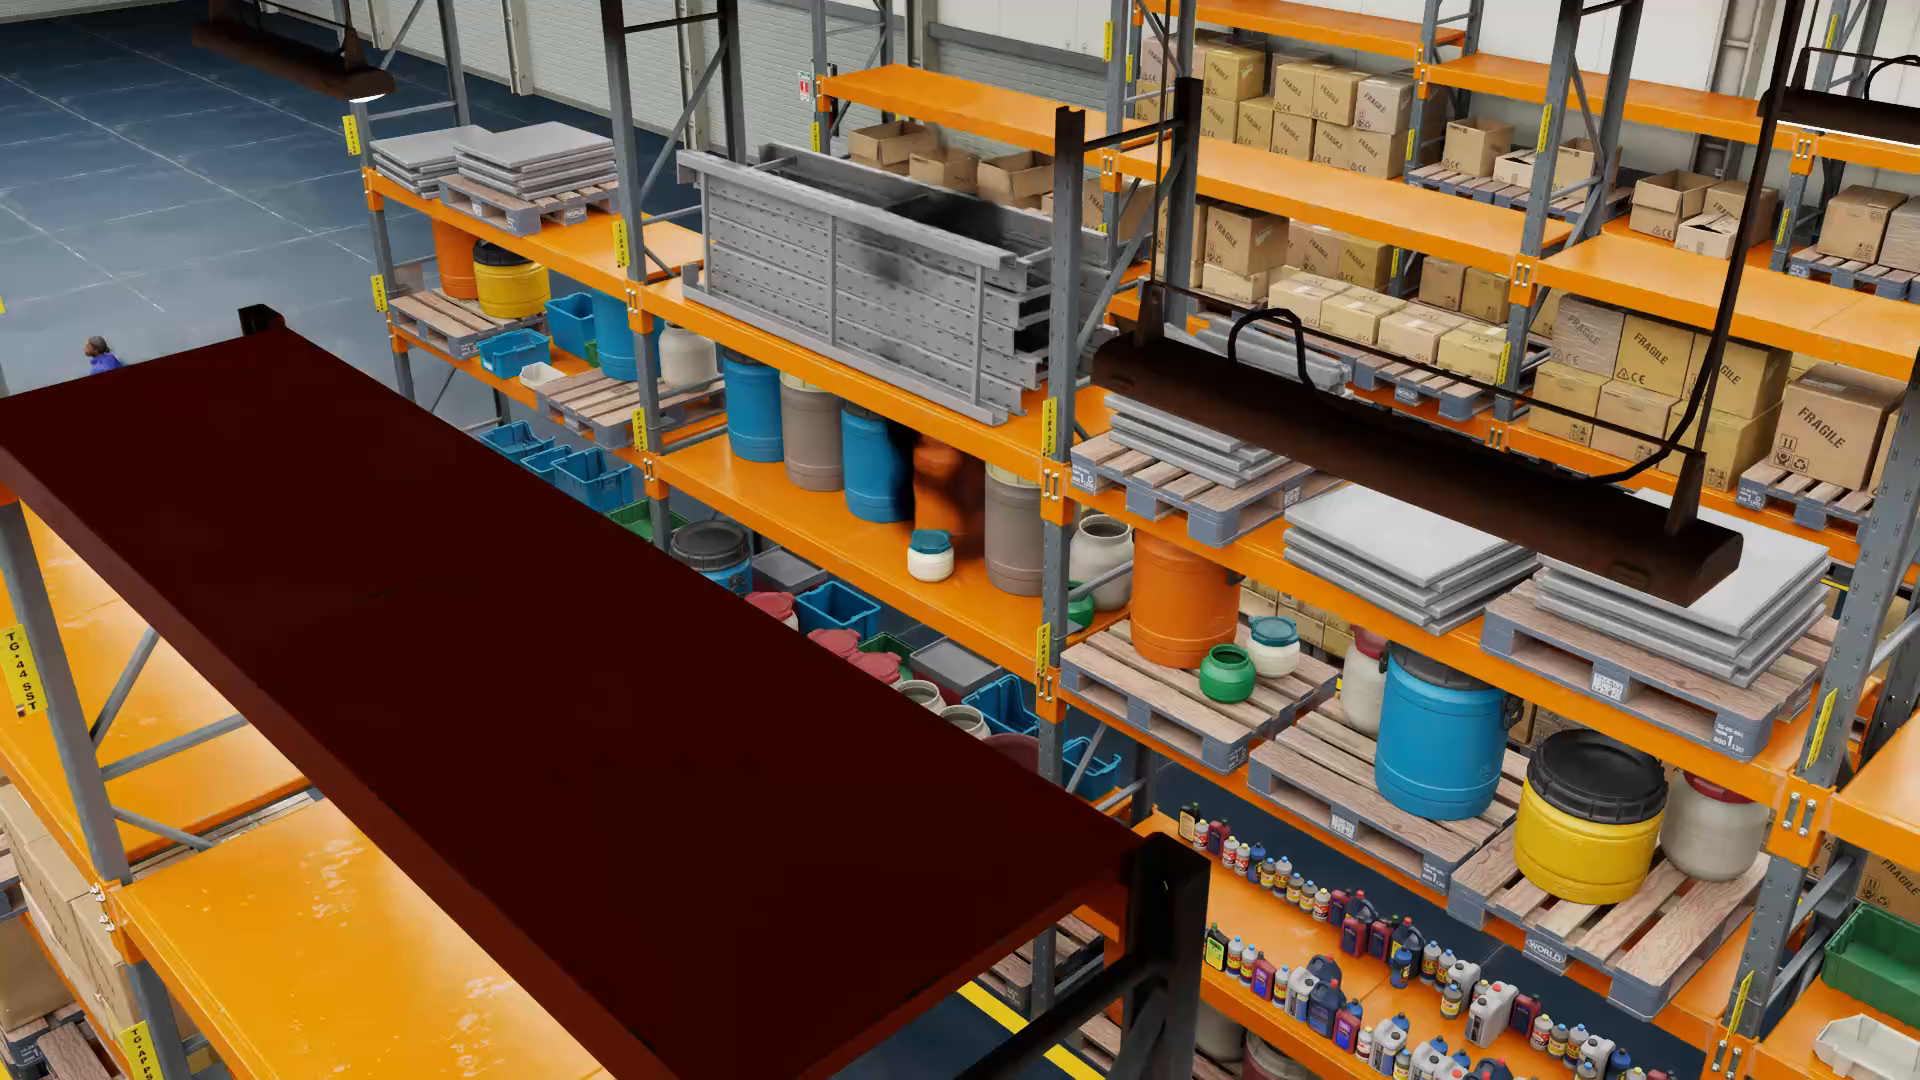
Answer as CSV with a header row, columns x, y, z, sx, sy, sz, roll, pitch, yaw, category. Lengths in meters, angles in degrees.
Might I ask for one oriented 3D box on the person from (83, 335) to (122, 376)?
x,y,z,sx,sy,sz,roll,pitch,yaw,category
-9.024,-1.428,17.823,0.660,1.638,0.587,-9,30,-16,person
